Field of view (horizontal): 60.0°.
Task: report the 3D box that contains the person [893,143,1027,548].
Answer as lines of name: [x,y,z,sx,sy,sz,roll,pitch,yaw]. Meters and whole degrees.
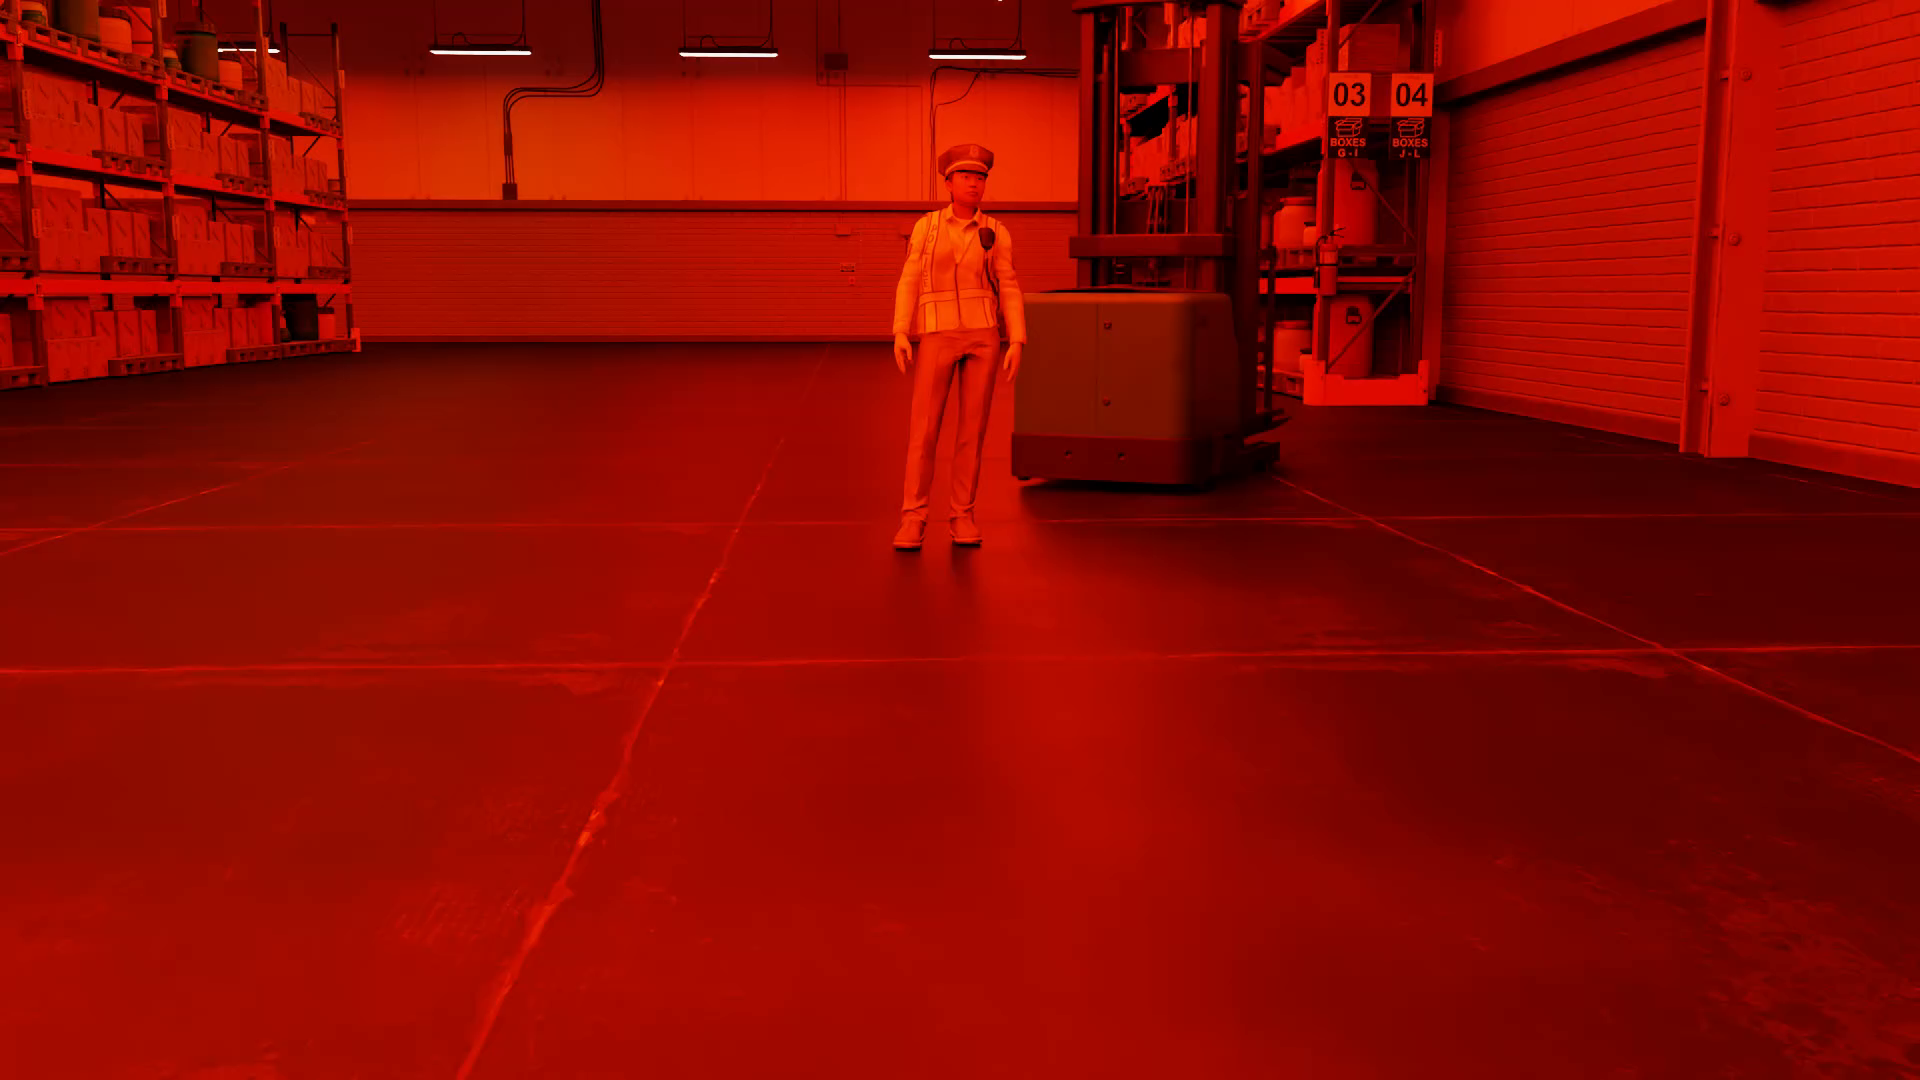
person: [-0.003,-0.835,7.116,0.586,1.694,0.532,-1,8,-4]

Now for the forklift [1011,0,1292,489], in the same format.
forklift: [1.355,-1.901,10.132,1.130,2.935,3.031,4,9,24]
